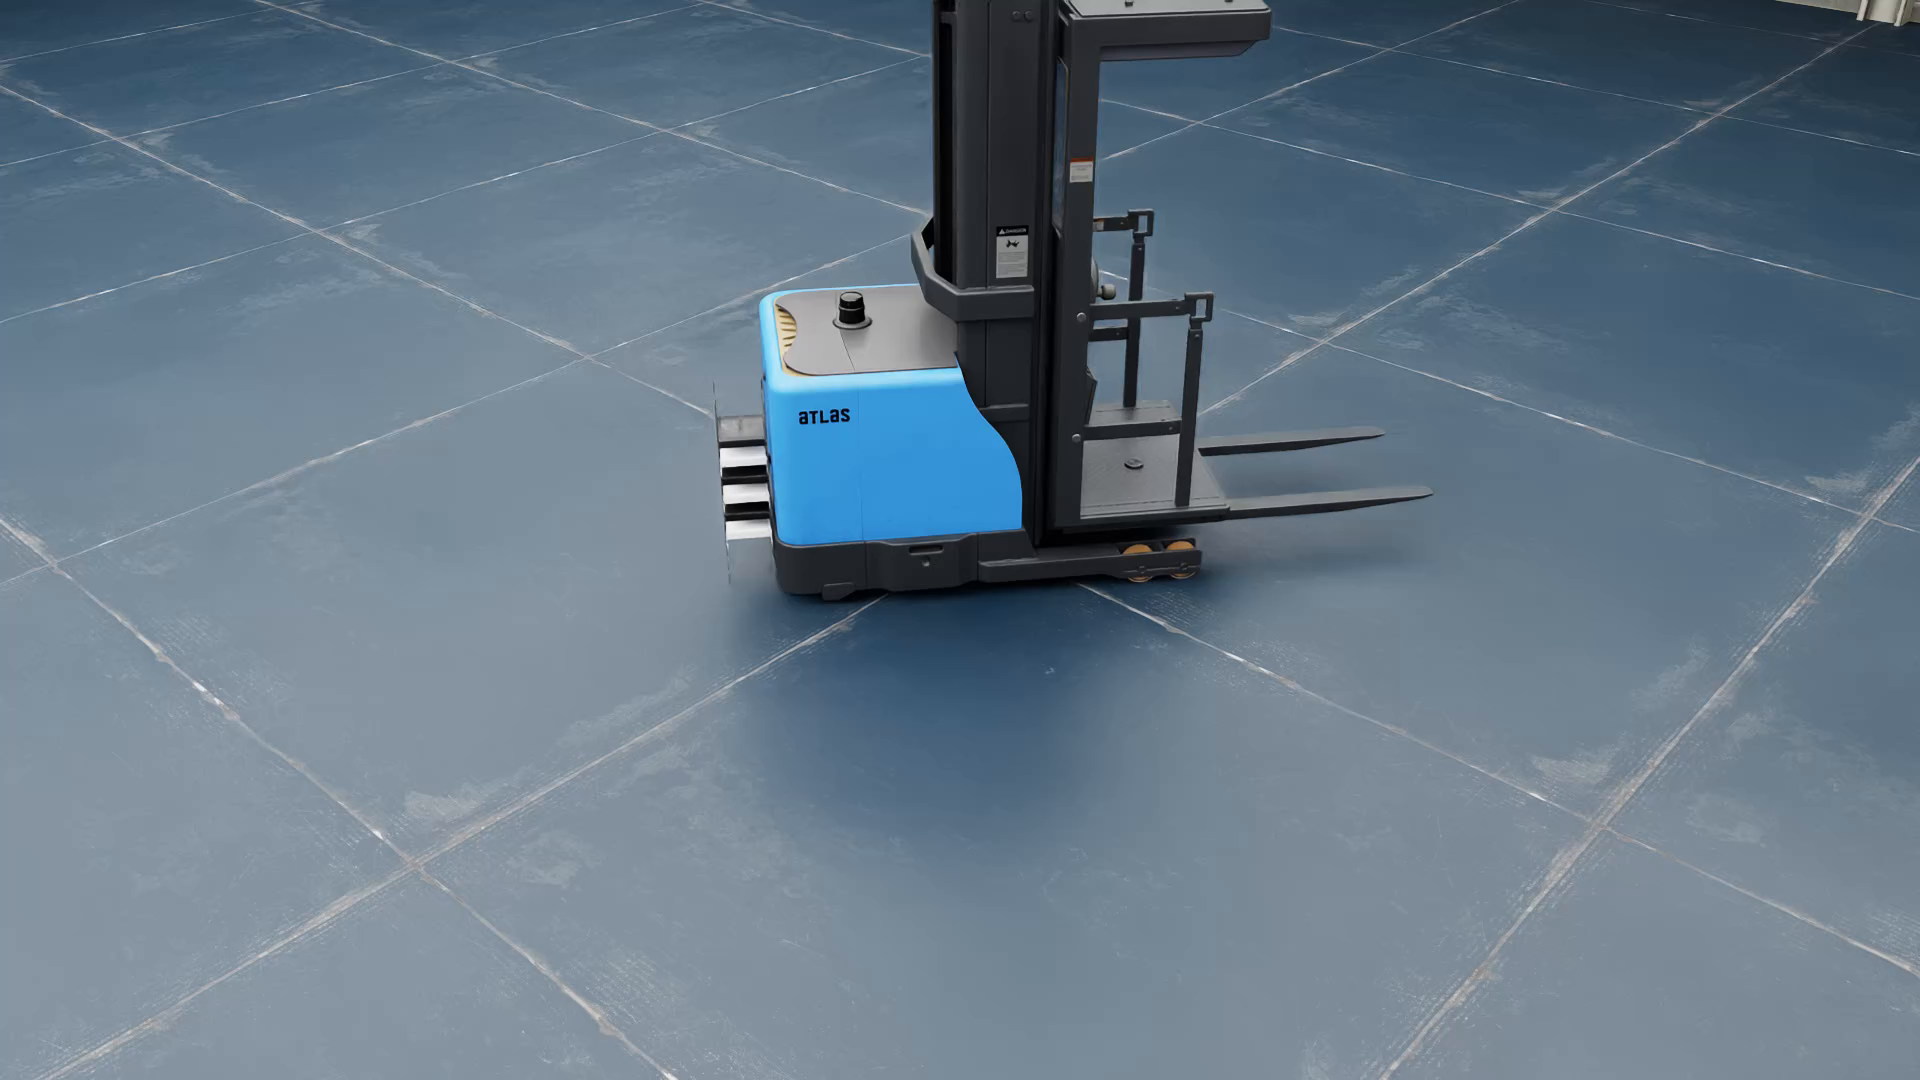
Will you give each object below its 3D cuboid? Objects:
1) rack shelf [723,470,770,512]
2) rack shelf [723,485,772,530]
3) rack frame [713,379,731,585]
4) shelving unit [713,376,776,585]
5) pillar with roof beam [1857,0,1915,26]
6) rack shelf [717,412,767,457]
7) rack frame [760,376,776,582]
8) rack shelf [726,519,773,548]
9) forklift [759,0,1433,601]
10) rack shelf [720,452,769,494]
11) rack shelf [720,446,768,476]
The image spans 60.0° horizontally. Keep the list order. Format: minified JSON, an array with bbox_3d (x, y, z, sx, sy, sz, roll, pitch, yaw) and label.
[{"bbox_3d":[-0.943,-0.224,7.314,0.200,0.077,0.258,-4,31,-7],"label":"rack shelf"},{"bbox_3d":[-0.943,-0.147,7.361,0.200,0.077,0.258,-4,31,-7],"label":"rack shelf"},{"bbox_3d":[-1.043,-0.245,7.284,0.006,0.900,0.240,-4,31,-7],"label":"rack frame"},{"bbox_3d":[-0.943,-0.253,7.297,0.210,0.900,0.258,-4,31,-7],"label":"shelving unit"},{"bbox_3d":[6.062,-7.252,11.071,0.400,9.000,9.100,25,39,35],"label":"pillar with roof beam"},{"bbox_3d":[-0.943,-0.455,7.175,0.200,0.077,0.258,-4,31,-7],"label":"rack shelf"},{"bbox_3d":[-0.842,-0.260,7.310,0.006,0.900,0.240,-4,31,-7],"label":"rack frame"},{"bbox_3d":[-0.943,-0.070,7.407,0.200,0.077,0.258,-4,31,-7],"label":"rack shelf"},{"bbox_3d":[0.640,-1.332,7.121,3.031,2.935,1.130,-4,31,-7],"label":"forklift"},{"bbox_3d":[-0.943,-0.301,7.268,0.200,0.077,0.258,-4,31,-7],"label":"rack shelf"},{"bbox_3d":[-0.943,-0.378,7.221,0.200,0.077,0.258,-4,31,-7],"label":"rack shelf"}]
